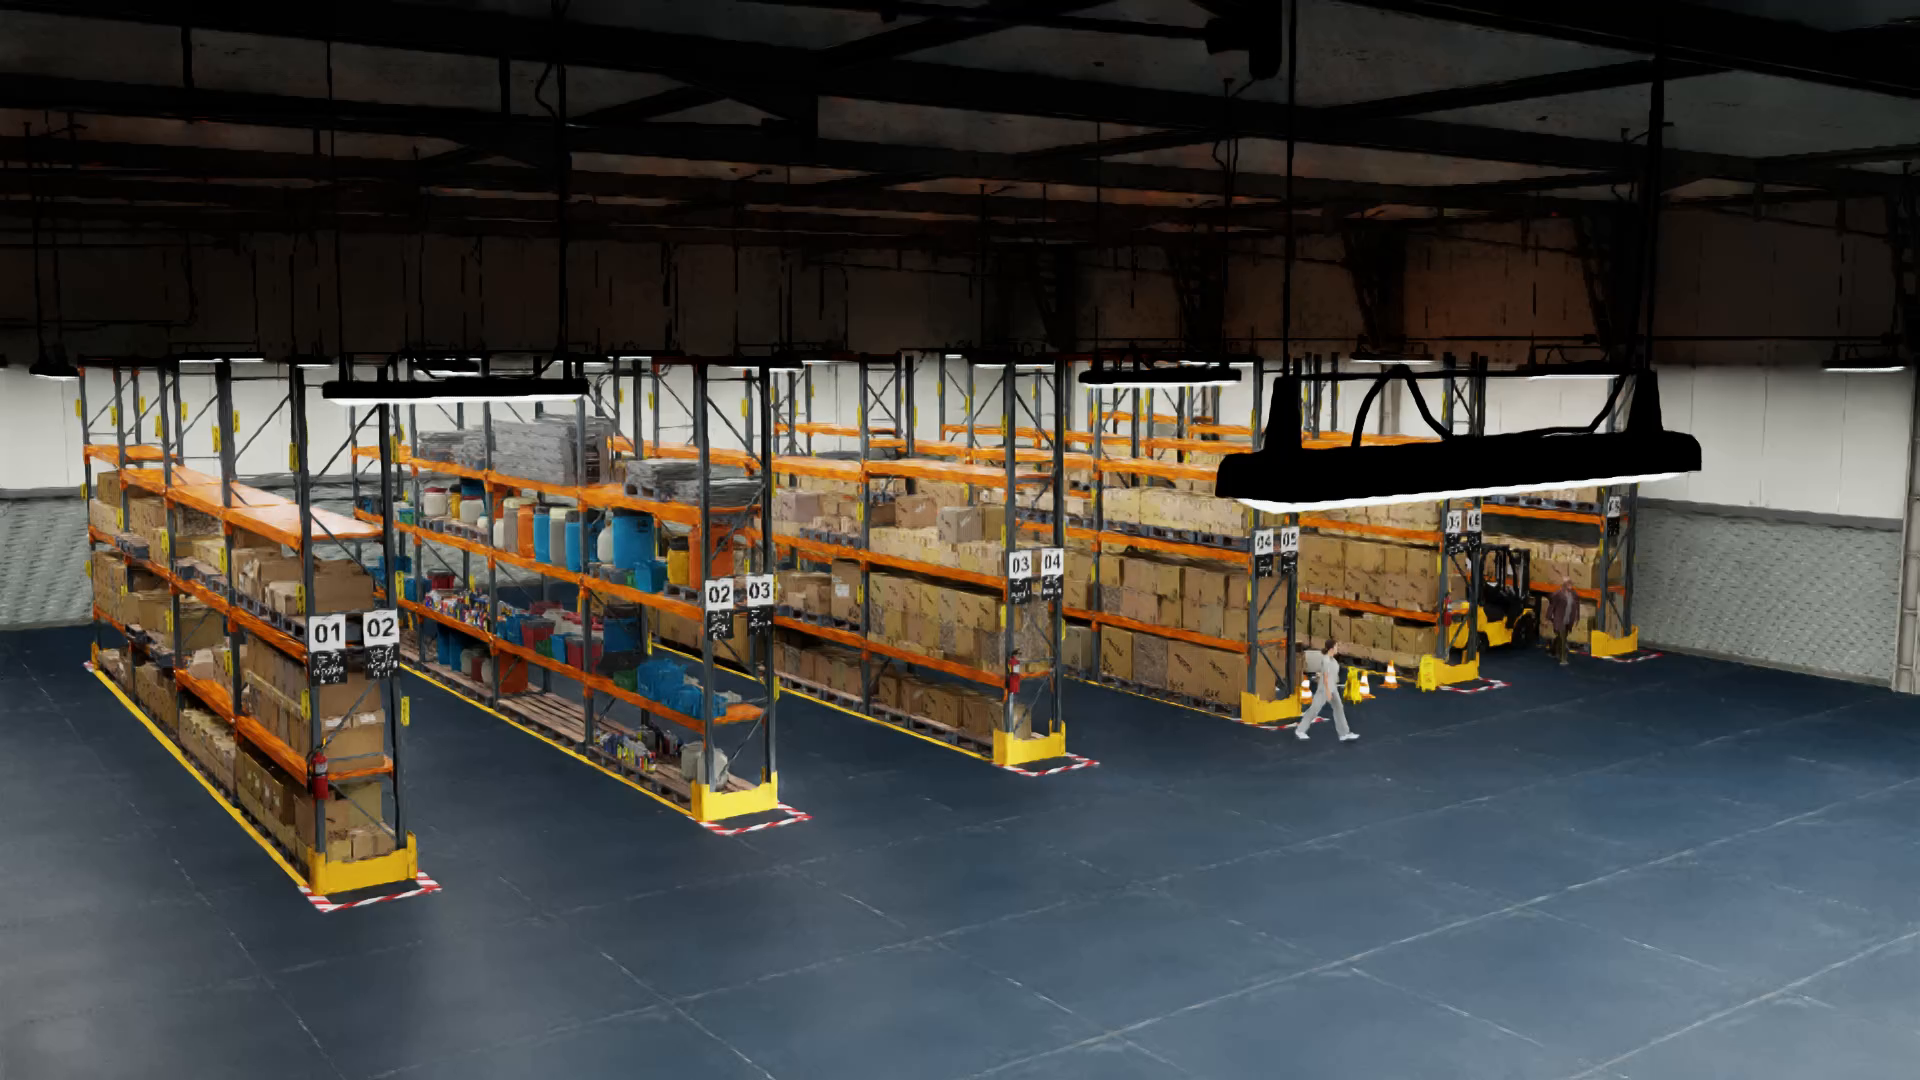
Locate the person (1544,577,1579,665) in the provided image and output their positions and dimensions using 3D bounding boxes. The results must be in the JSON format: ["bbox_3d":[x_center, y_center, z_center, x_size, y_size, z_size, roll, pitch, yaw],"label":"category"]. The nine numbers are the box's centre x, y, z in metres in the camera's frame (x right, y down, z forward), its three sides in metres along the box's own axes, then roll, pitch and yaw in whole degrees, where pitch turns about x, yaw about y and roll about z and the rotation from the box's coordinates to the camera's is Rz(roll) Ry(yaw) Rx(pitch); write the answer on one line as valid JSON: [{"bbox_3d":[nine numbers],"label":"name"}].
[{"bbox_3d":[11.760,1.550,32.443,0.636,1.722,1.046,-2,7,-14],"label":"person"}]

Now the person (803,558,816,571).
[{"bbox_3d":[-3.942,0.225,43.640,0.501,1.660,0.543,0,7,1],"label":"person"}]

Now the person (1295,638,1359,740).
[{"bbox_3d":[5.768,2.354,26.135,0.931,1.635,0.532,4,8,28],"label":"person"}]
